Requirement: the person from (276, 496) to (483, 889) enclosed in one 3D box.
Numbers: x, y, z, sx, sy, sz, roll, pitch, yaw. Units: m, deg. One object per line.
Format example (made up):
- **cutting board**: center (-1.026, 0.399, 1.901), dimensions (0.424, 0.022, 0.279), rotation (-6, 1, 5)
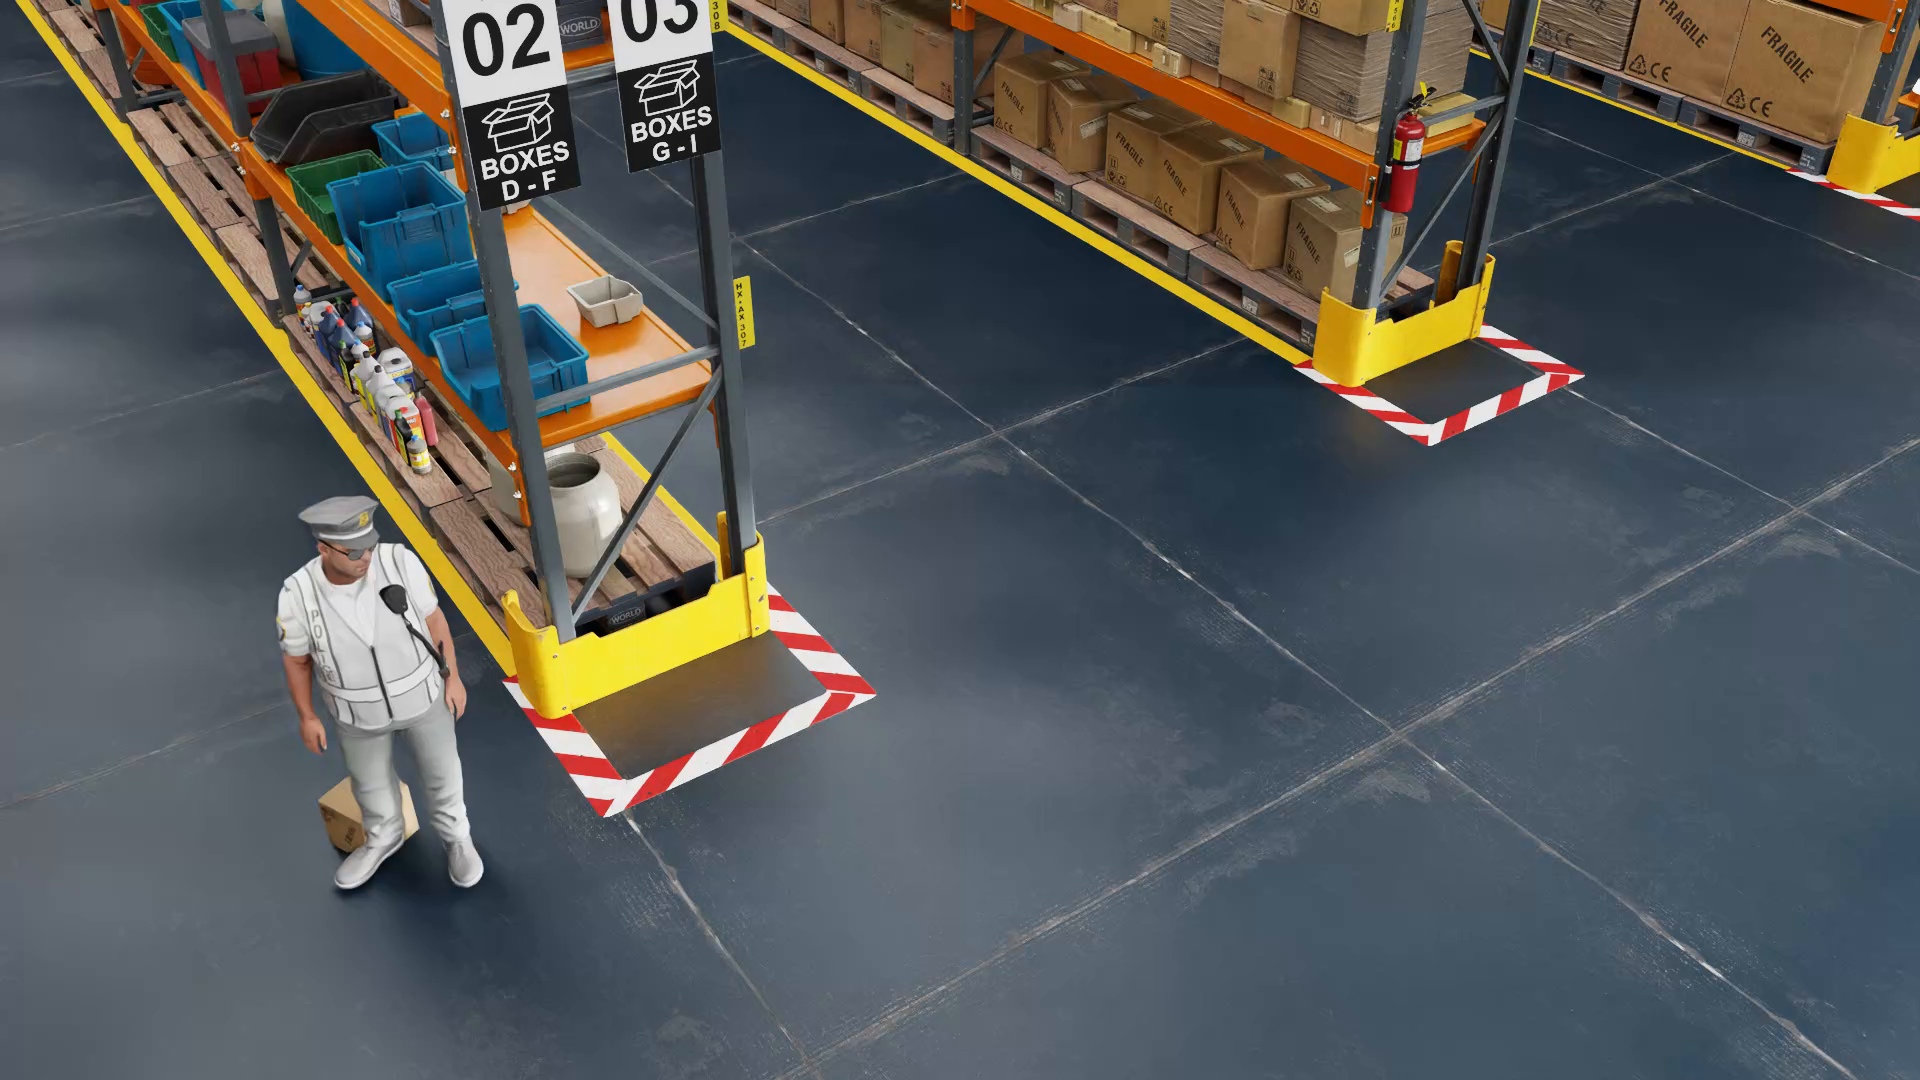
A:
- **person**: center (-2.165, 0.596, 6.148), dimensions (0.641, 1.749, 0.413), rotation (-14, 38, -18)
